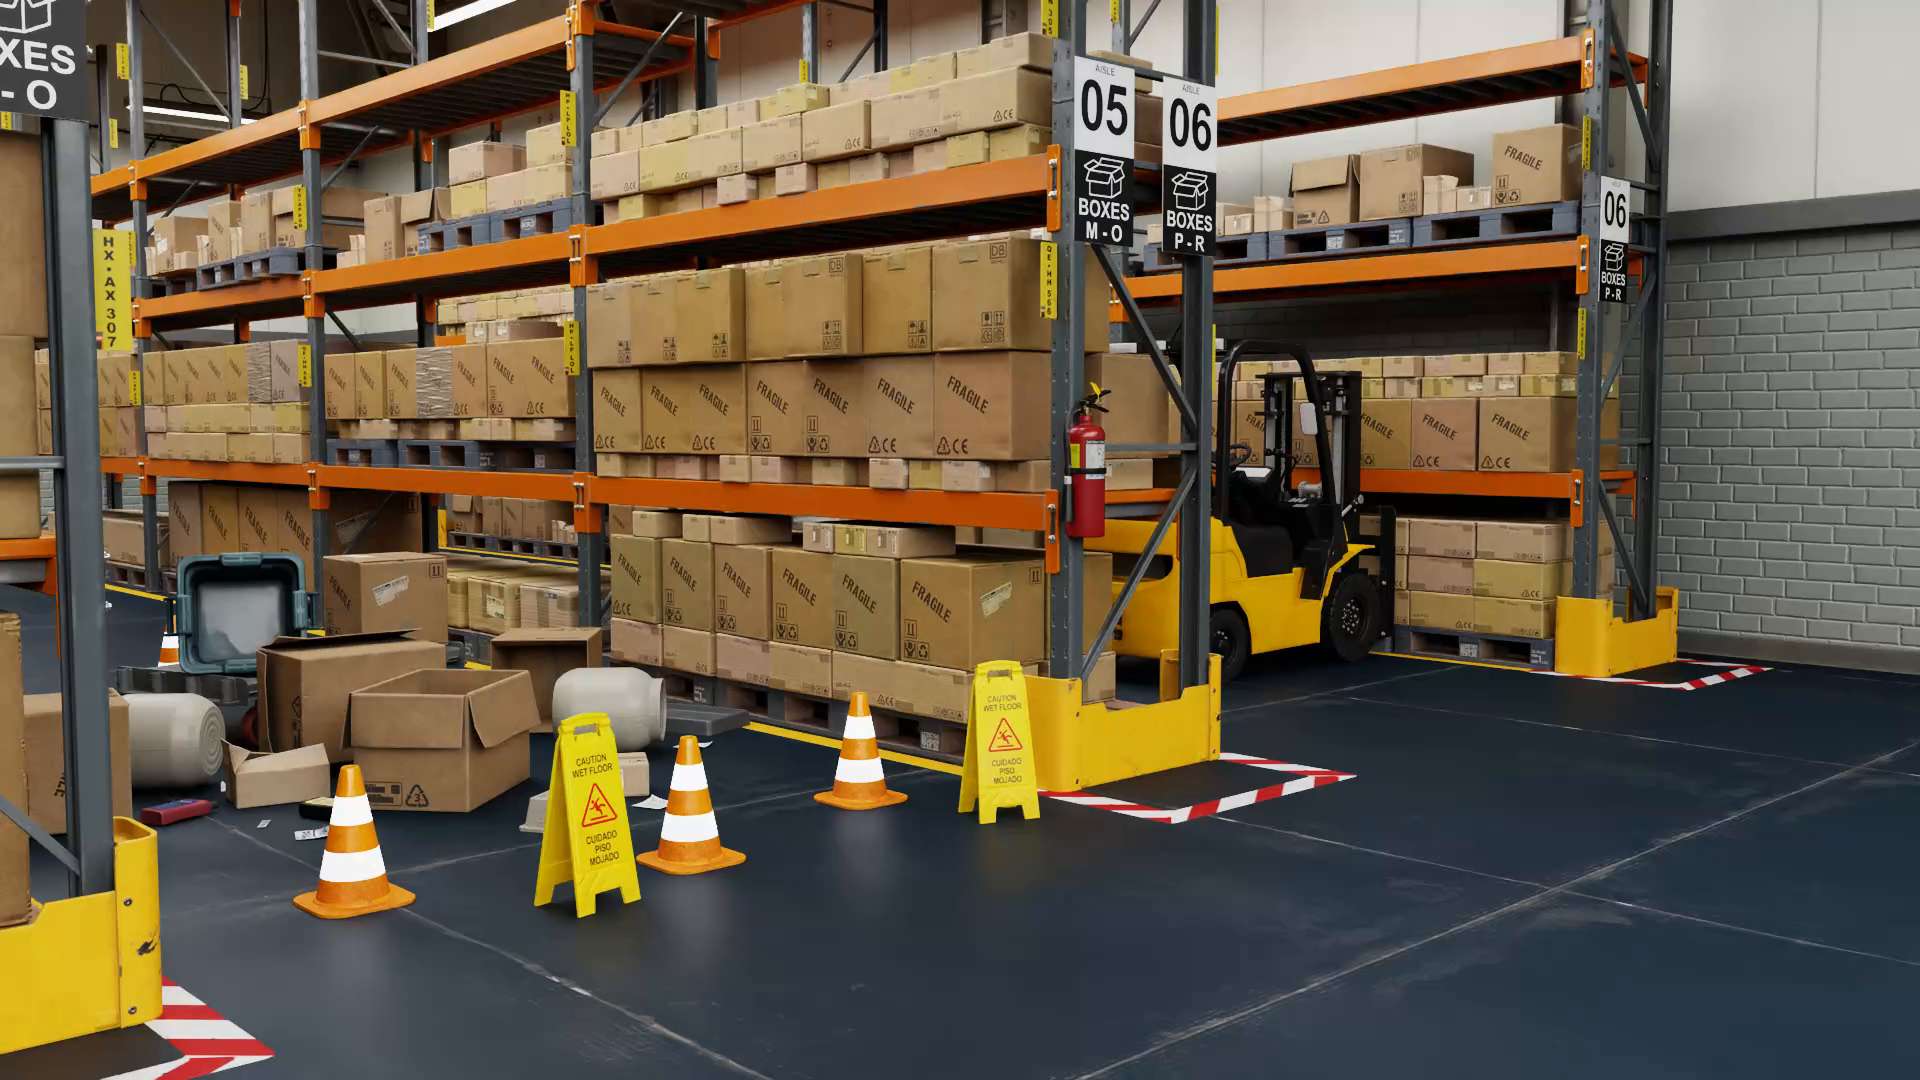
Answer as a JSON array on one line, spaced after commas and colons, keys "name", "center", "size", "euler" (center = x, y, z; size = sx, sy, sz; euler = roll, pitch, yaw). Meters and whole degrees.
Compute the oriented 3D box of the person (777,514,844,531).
[{"name": "person", "center": [-1.088, -0.071, 11.815], "size": [0.572, 1.762, 0.648], "euler": [-4, 5, -44]}]
